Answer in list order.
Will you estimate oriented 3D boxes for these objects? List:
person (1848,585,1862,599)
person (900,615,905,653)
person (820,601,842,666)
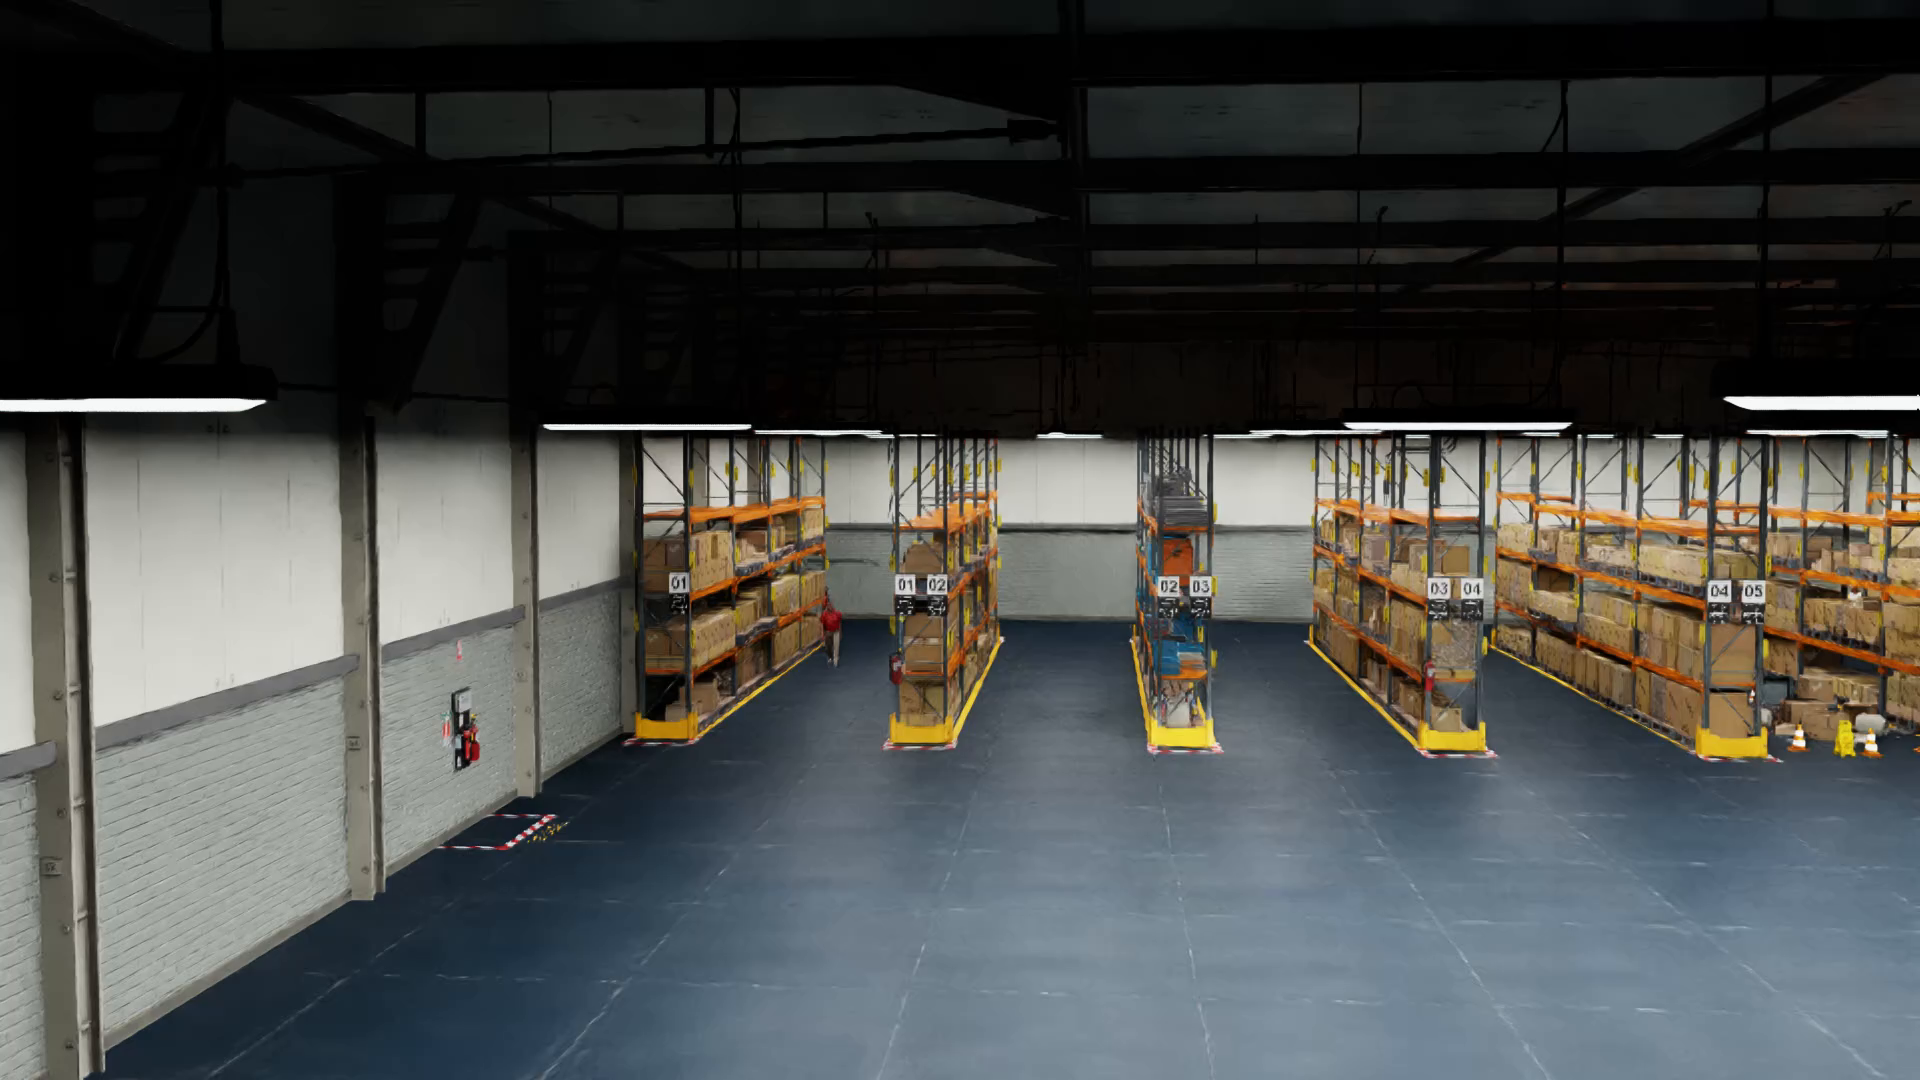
[{"bbox_3d":[25.221,2.047,46.731,0.550,1.758,0.661,-2,4,-25],"label":"person"},{"bbox_3d":[-1.473,2.174,44.848,0.575,1.689,1.128,0,3,2],"label":"person"},{"bbox_3d":[-3.271,2.349,42.083,0.547,1.640,1.116,0,3,2],"label":"person"}]
